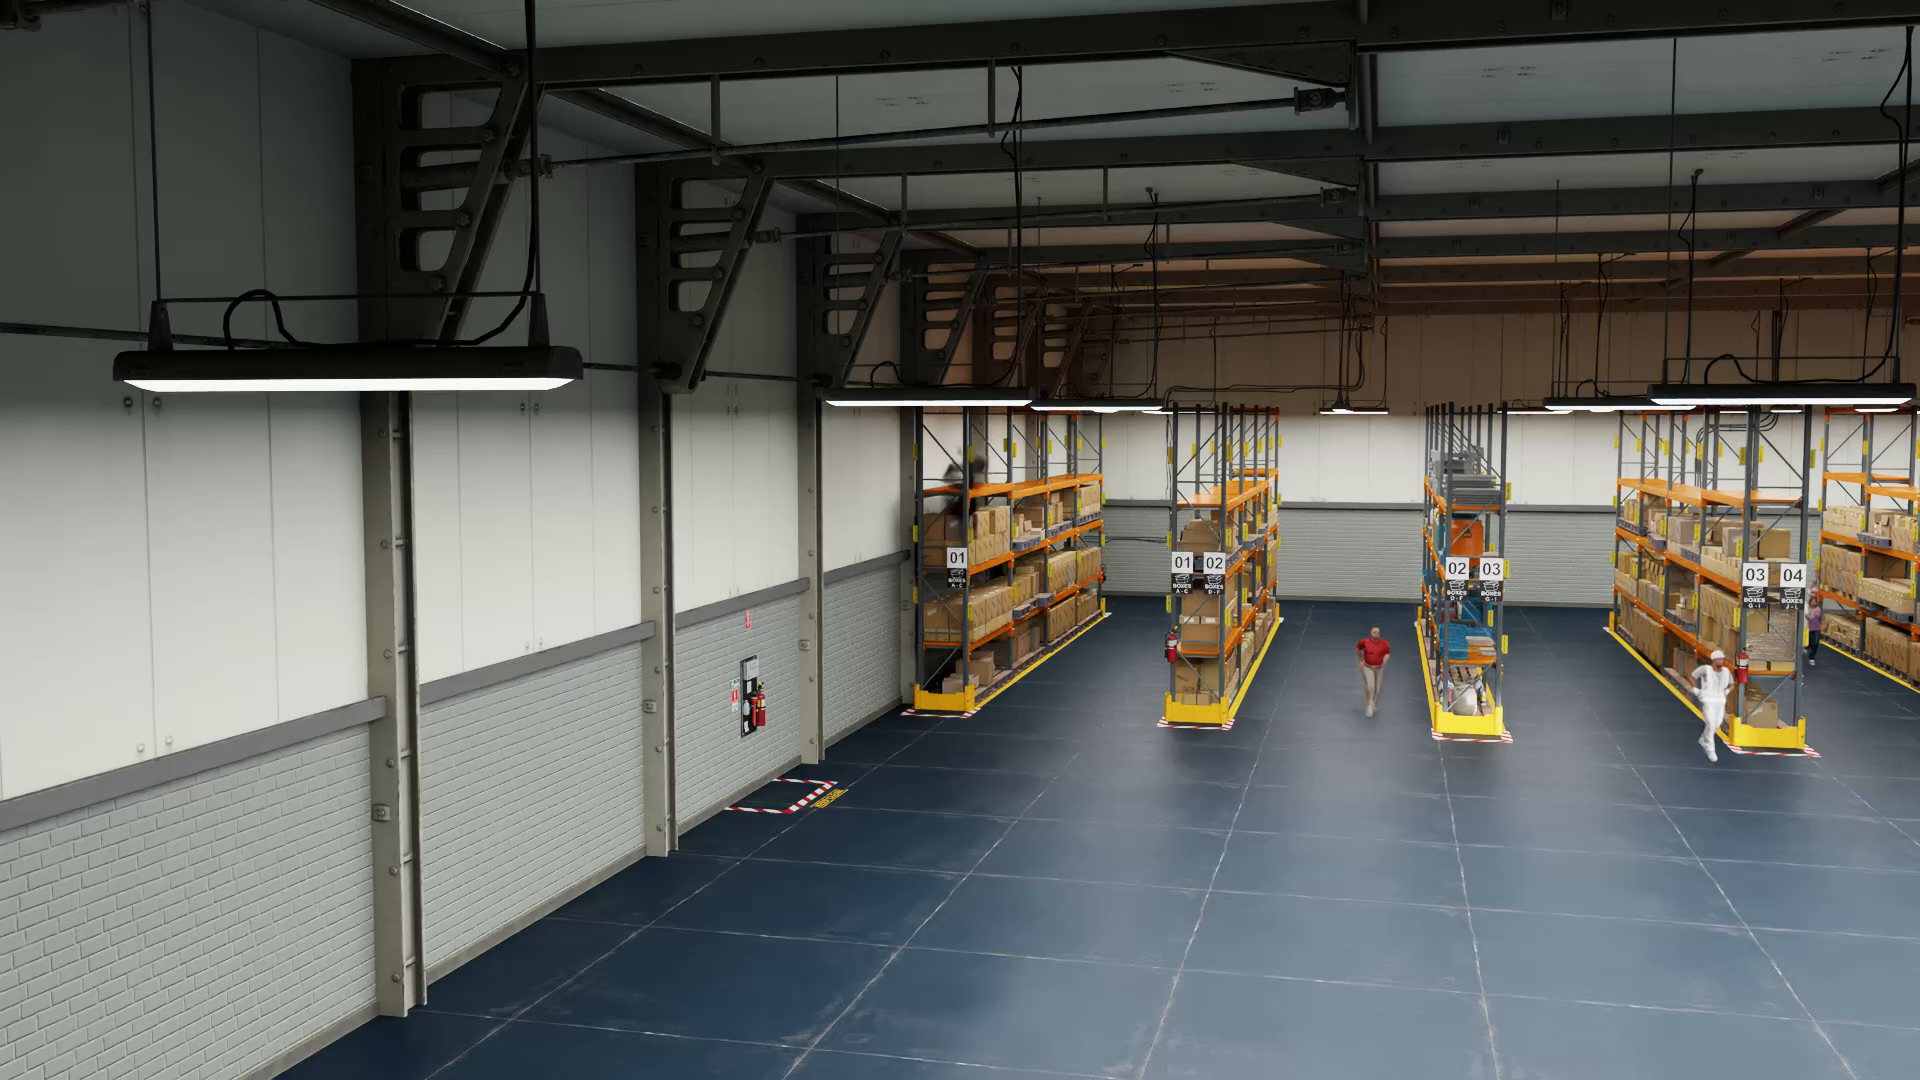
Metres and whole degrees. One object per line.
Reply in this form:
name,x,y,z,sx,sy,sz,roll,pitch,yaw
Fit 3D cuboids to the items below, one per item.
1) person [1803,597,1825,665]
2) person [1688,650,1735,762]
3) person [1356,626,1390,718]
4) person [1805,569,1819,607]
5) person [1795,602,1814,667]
person,19.846,2.100,38.717,0.545,1.564,0.623,1,4,15
person,12.746,2.758,28.061,0.690,1.797,0.957,-1,4,-7
person,7.947,2.534,31.928,0.573,1.777,0.867,0,4,-3
person,22.850,1.581,44.494,0.617,1.759,0.790,3,5,37
person,19.264,2.022,38.221,0.668,1.748,0.897,1,4,8
